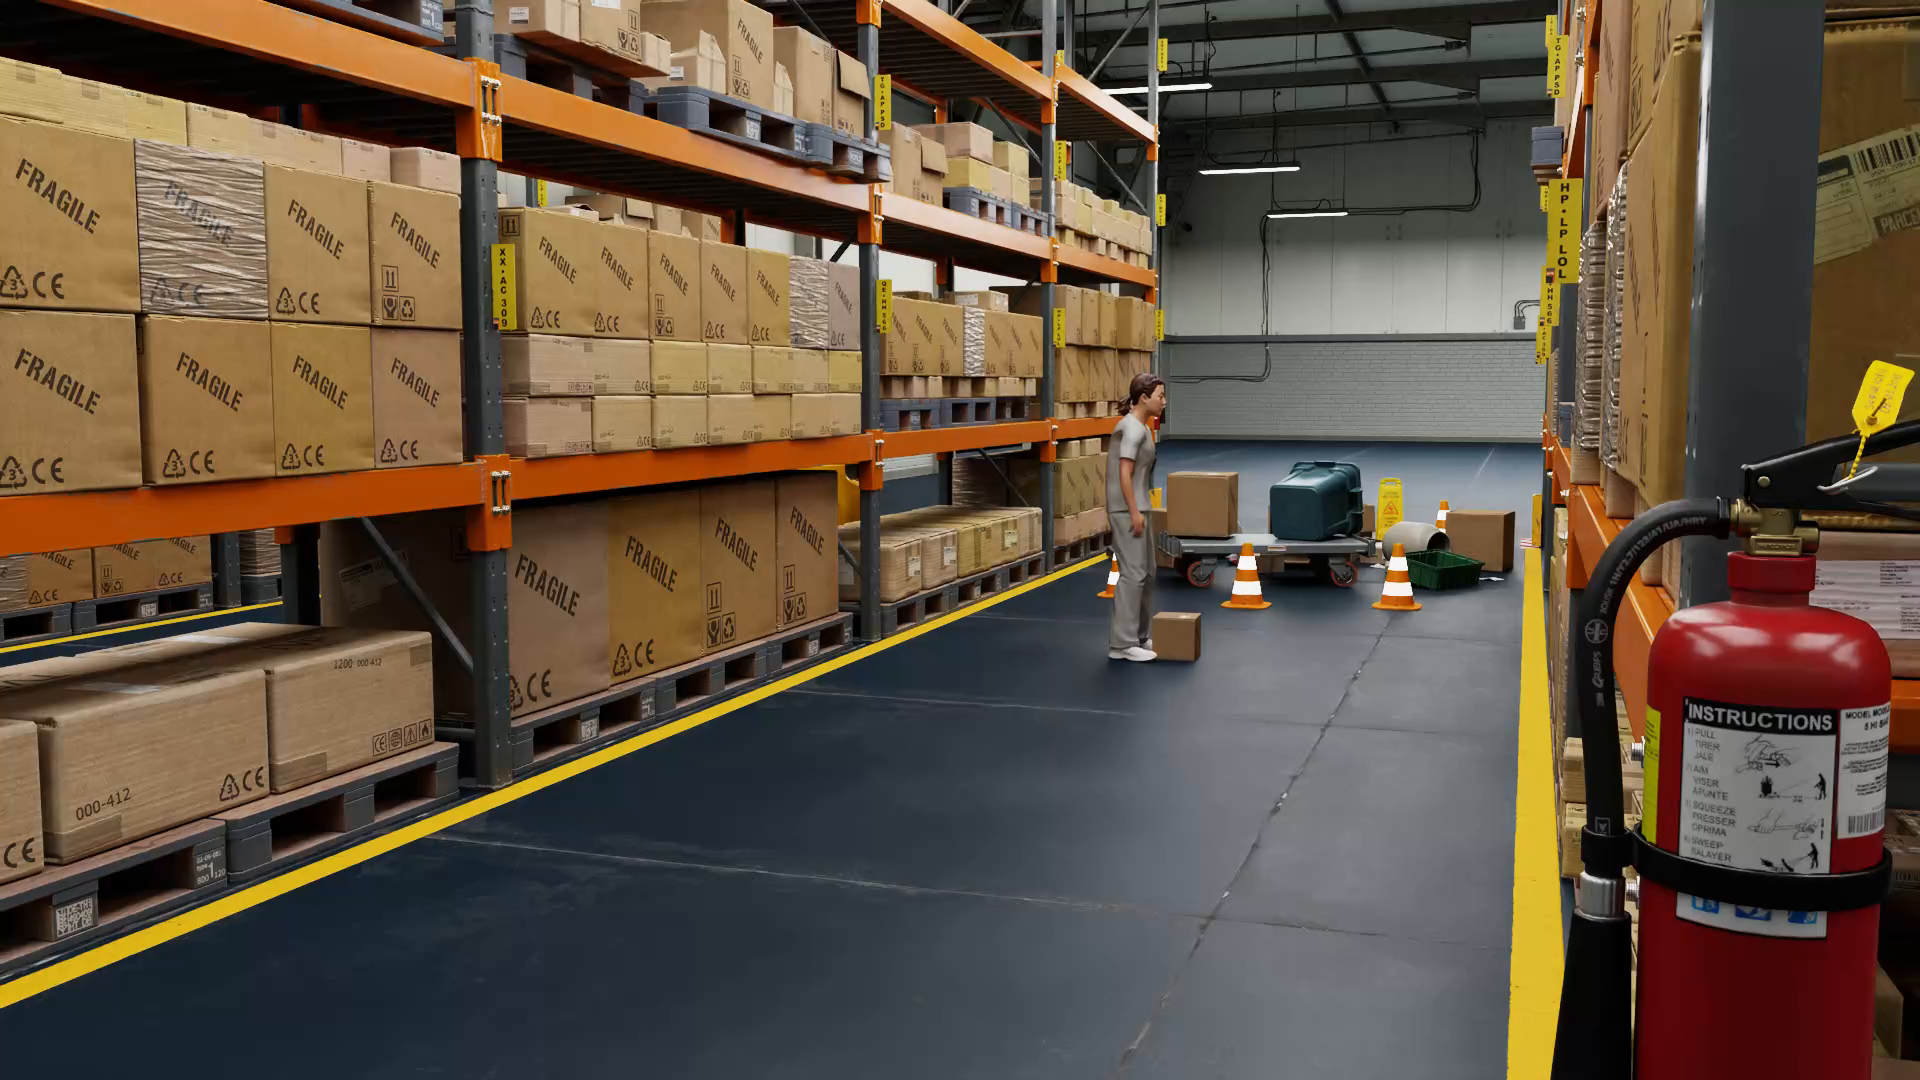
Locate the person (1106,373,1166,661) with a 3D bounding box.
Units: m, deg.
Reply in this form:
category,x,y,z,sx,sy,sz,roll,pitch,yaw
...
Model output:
category,x,y,z,sx,sy,sz,roll,pitch,yaw
person,1.039,-0.147,9.801,0.355,1.672,0.515,1,5,15
